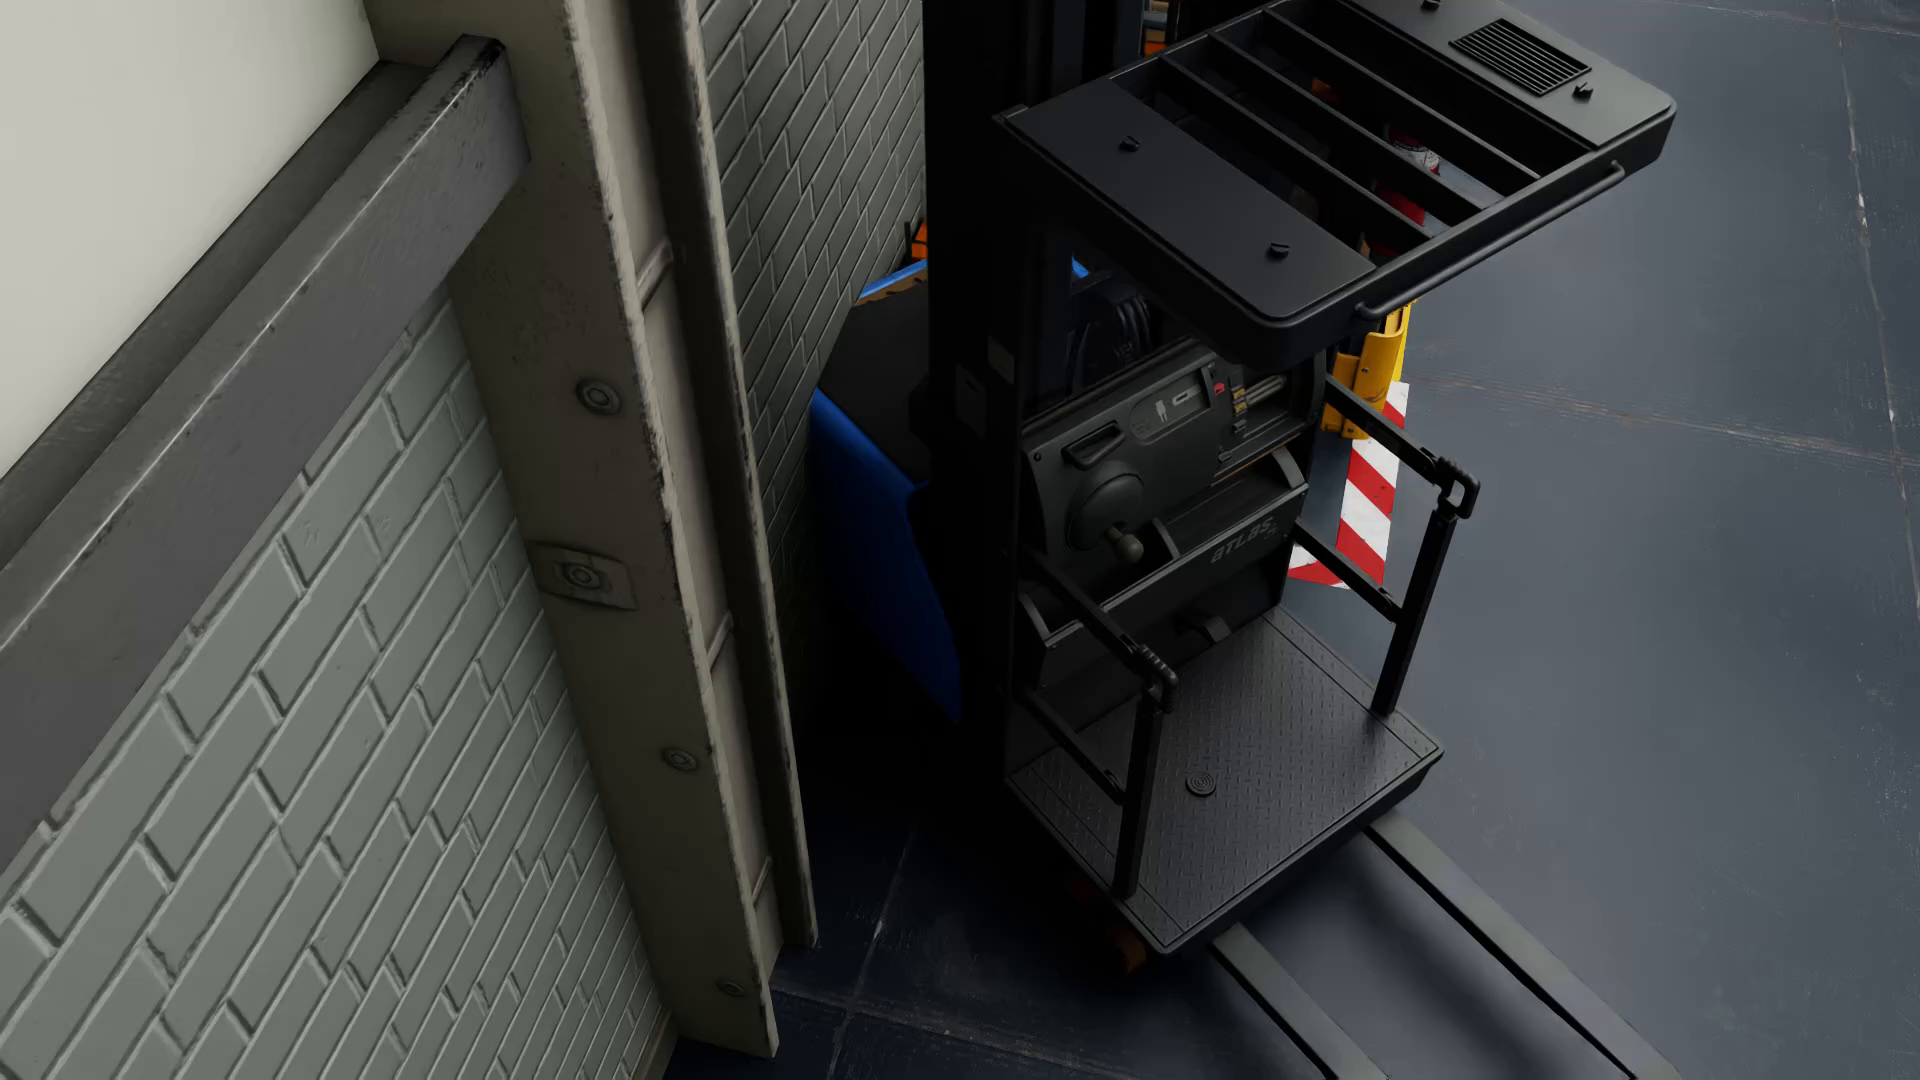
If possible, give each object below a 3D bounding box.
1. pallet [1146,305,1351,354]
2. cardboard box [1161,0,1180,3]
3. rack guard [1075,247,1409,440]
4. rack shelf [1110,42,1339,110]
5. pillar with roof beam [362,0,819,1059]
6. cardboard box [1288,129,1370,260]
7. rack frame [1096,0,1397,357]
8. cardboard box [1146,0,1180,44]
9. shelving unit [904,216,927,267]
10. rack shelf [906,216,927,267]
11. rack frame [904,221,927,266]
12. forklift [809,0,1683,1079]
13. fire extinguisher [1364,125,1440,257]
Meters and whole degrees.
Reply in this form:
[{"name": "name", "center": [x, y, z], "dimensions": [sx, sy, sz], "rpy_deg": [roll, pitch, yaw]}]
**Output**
[{"name": "pallet", "center": [1.205, -1.239, 6.703], "dimensions": [1.003, 0.211, 1.213], "rpy_deg": [12, 50, 10]}, {"name": "cardboard box", "center": [0.841, -1.964, 5.385], "dimensions": [0.500, 0.250, 0.500], "rpy_deg": [13, 50, 11]}, {"name": "rack guard", "center": [0.996, -0.758, 6.086], "dimensions": [1.175, 0.500, 0.348], "rpy_deg": [12, 50, 10]}, {"name": "rack shelf", "center": [1.502, -2.739, 6.647], "dimensions": [1.077, 0.370, 4.000], "rpy_deg": [12, 50, 10]}, {"name": "pillar with roof beam", "center": [3.550, -0.894, 0.537], "dimensions": [9.100, 9.000, 0.400], "rpy_deg": [12, 50, 10]}, {"name": "cardboard box", "center": [1.228, -1.267, 6.252], "dimensions": [0.797, 0.503, 0.637], "rpy_deg": [10, 49, 9]}, {"name": "rack frame", "center": [0.976, -1.530, 5.100], "dimensions": [1.000, 3.000, 0.127], "rpy_deg": [12, 50, 10]}, {"name": "cardboard box", "center": [0.804, -1.740, 5.453], "dimensions": [0.380, 0.149, 0.250], "rpy_deg": [11, 50, 10]}, {"name": "shelving unit", "center": [-0.026, -0.730, 5.681], "dimensions": [0.215, 1.050, 0.252], "rpy_deg": [10, 51, 12]}, {"name": "rack shelf", "center": [-0.037, -0.908, 5.474], "dimensions": [0.215, 0.259, 0.240], "rpy_deg": [10, 51, 12]}, {"name": "rack frame", "center": [-0.059, -0.640, 5.606], "dimensions": [0.200, 1.050, 0.008], "rpy_deg": [10, 51, 12]}, {"name": "forklift", "center": [0.674, -0.179, 3.953], "dimensions": [1.130, 2.935, 3.031], "rpy_deg": [-29, 55, -23]}, {"name": "fire extinguisher", "center": [1.383, -1.184, 5.094], "dimensions": [0.296, 0.674, 0.183], "rpy_deg": [12, 50, 10]}]
